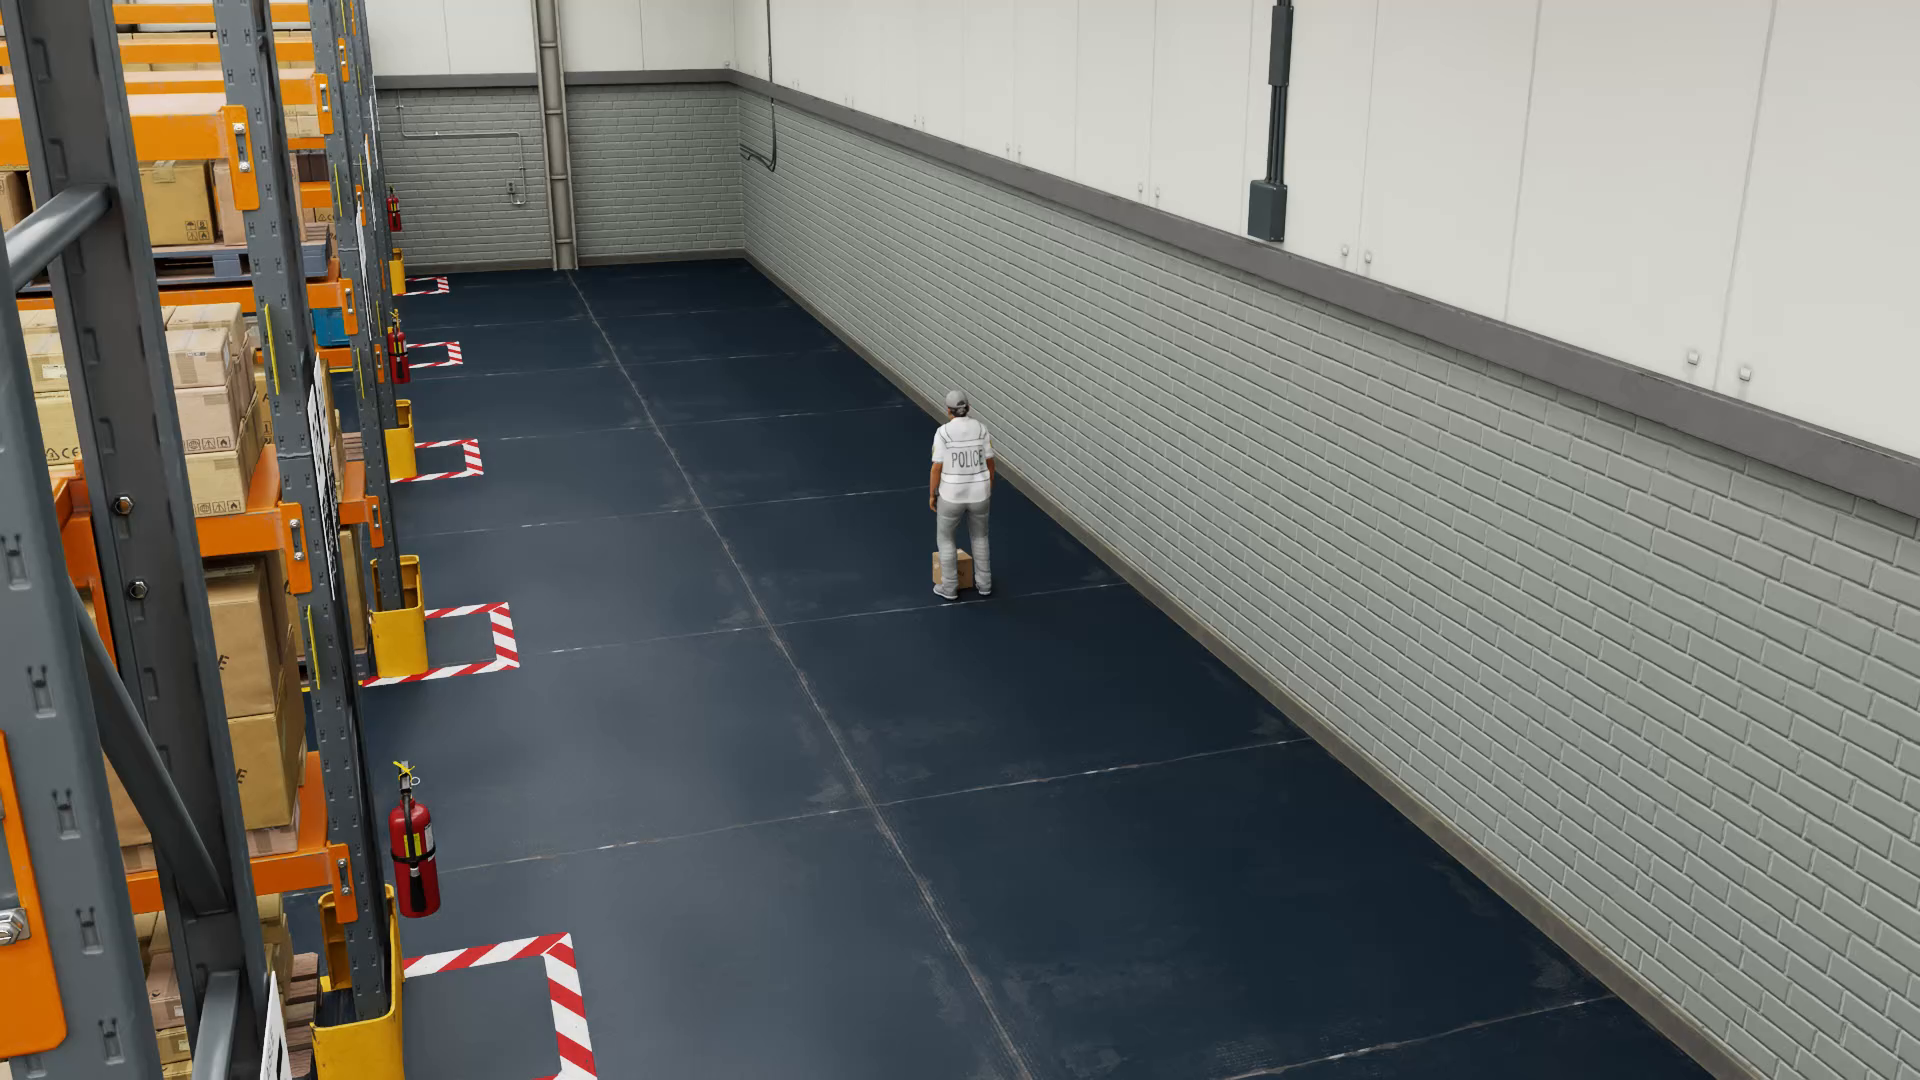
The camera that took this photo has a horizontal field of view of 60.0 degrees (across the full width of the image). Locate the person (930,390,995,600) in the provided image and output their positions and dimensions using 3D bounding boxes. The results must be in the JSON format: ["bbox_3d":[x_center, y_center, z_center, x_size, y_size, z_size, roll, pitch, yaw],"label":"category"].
[{"bbox_3d":[0.017,-0.357,13.074,0.539,1.667,0.466,-6,20,-17],"label":"person"}]
